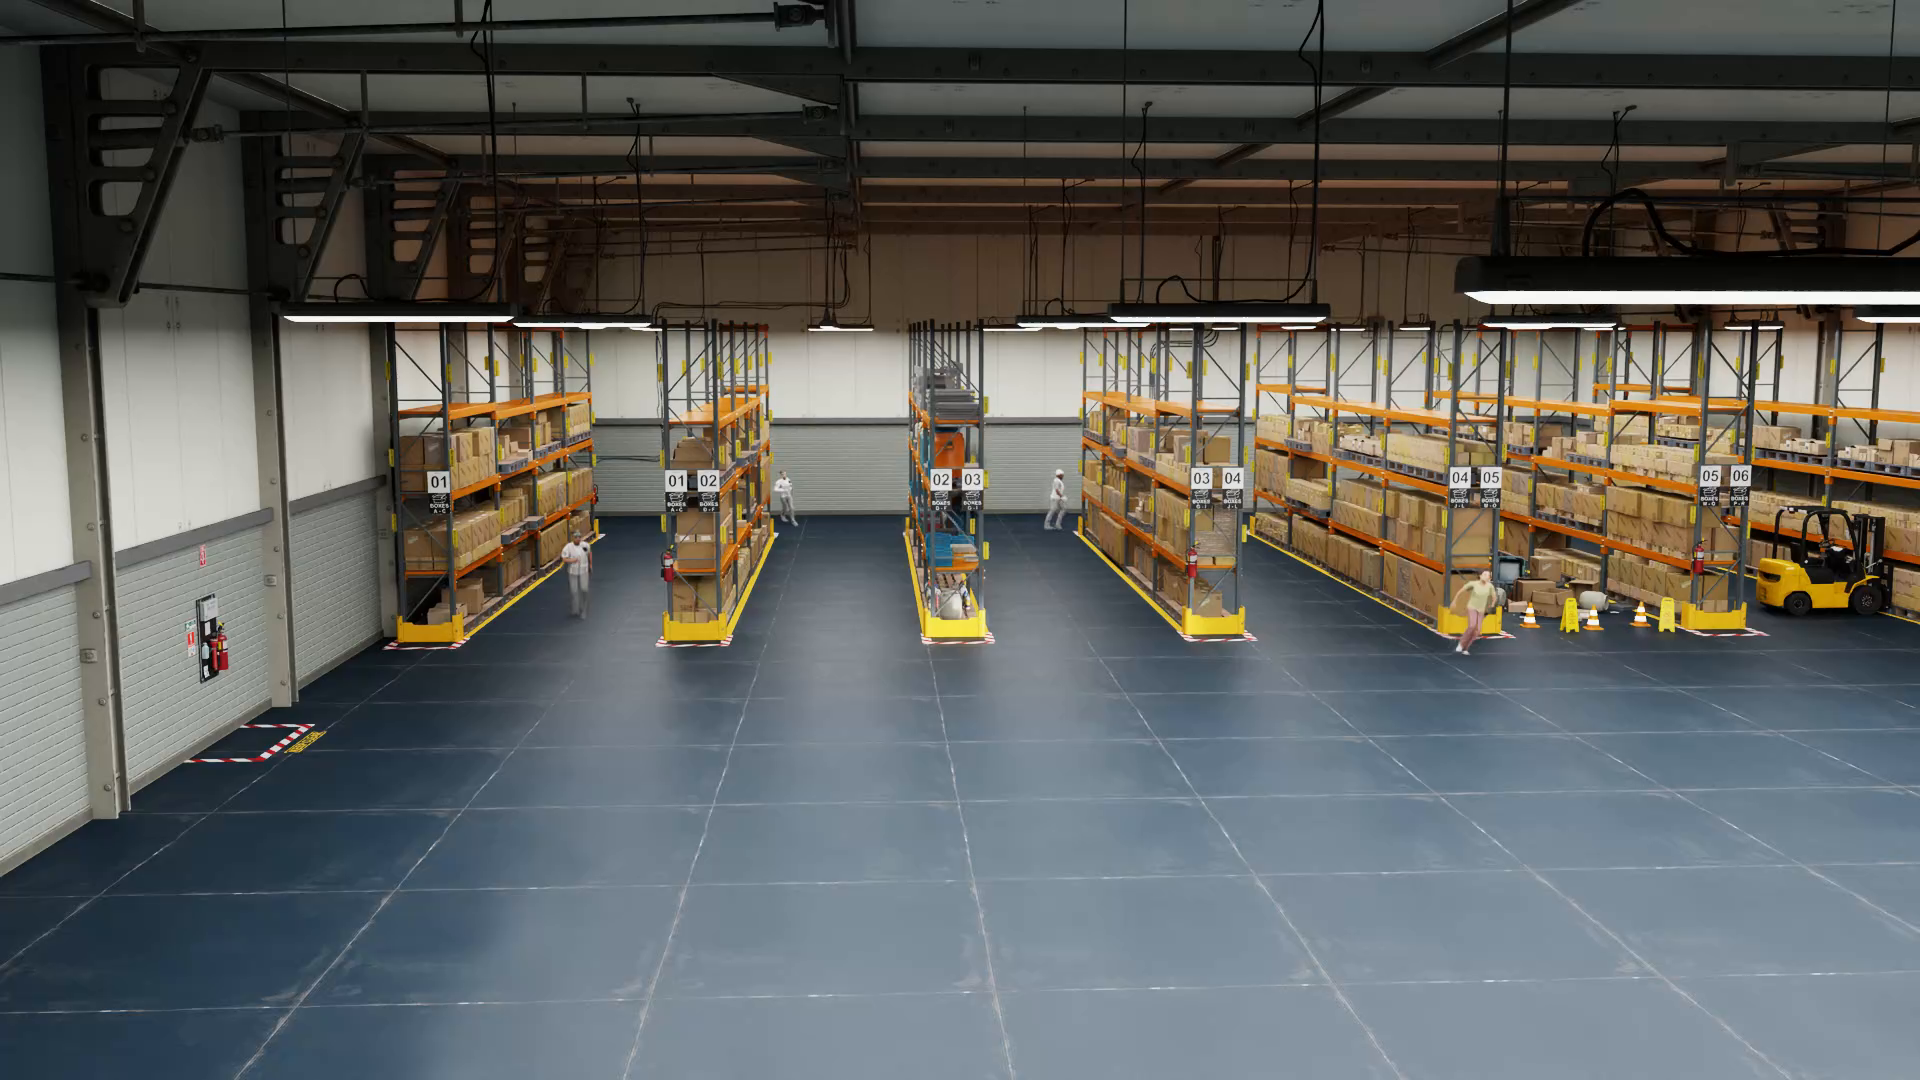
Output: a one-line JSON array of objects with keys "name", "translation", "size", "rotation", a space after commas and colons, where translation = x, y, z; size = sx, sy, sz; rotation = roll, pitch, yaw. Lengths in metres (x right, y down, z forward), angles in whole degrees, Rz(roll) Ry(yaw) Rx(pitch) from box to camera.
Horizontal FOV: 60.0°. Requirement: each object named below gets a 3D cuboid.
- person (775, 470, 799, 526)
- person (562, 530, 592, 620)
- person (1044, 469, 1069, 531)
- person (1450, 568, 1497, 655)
[{"name": "person", "translation": [-5.294, -1.283, 50.021], "size": [0.621, 1.675, 0.925], "rotation": [-4, 8, -30]}, {"name": "person", "translation": [-7.753, 0.694, 33.709], "size": [0.608, 1.845, 0.876], "rotation": [-2, 7, -15]}, {"name": "person", "translation": [2.832, -1.162, 48.524], "size": [0.723, 1.800, 0.615], "rotation": [1, 7, 9]}, {"name": "person", "translation": [9.268, 1.287, 29.805], "size": [0.753, 1.584, 0.603], "rotation": [-2, 7, -13]}]
